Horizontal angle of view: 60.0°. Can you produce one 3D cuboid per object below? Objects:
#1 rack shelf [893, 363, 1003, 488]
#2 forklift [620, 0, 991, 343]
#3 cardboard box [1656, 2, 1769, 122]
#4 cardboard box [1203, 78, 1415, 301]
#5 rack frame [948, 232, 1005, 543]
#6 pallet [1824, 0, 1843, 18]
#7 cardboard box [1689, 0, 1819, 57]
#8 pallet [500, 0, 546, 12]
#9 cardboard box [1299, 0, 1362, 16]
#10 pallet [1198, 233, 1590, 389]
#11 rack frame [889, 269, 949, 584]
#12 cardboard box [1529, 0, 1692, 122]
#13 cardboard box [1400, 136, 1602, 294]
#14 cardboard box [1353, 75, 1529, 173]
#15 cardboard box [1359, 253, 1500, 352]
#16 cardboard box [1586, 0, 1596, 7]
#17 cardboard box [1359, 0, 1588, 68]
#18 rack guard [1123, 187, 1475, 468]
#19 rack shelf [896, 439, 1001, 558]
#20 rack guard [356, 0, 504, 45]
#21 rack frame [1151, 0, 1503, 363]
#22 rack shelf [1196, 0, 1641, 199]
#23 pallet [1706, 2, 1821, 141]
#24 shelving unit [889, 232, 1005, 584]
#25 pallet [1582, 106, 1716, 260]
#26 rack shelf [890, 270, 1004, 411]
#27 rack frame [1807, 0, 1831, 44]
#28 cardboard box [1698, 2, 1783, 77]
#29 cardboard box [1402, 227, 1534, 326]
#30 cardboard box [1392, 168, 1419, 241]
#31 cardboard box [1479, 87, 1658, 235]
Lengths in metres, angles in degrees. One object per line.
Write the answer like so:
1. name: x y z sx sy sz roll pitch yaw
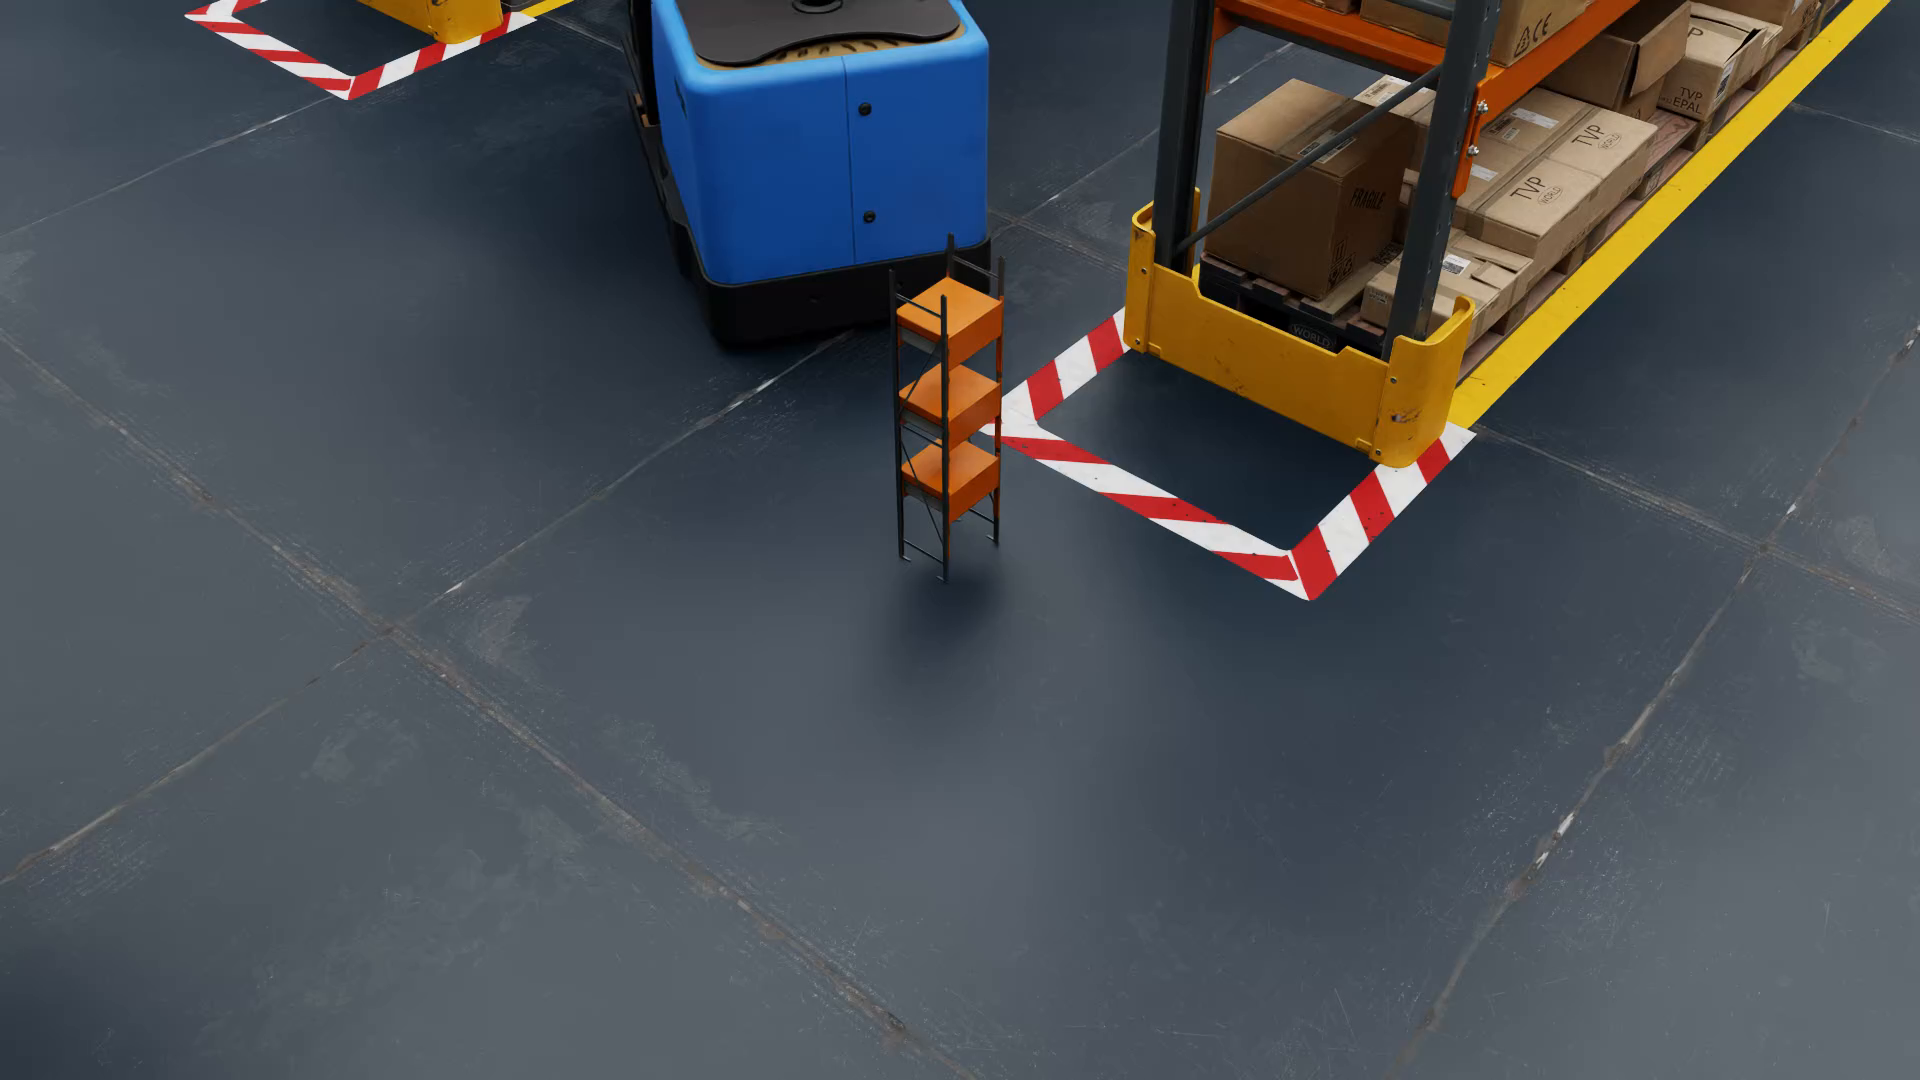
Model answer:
1. rack shelf: -0.034 -0.353 4.874 0.215 0.259 0.240 29 50 28
2. forklift: -0.798 -2.788 6.138 1.130 2.935 3.031 -11 43 -12
3. cardboard box: 3.016 -2.057 6.954 0.500 0.311 0.500 29 50 28
4. cardboard box: 1.236 -1.256 5.933 0.500 0.500 0.500 29 50 28
5. rack frame: 0.044 -0.424 4.936 0.200 1.050 0.008 29 50 28
6. pallet: 4.143 -3.095 8.497 1.003 0.211 1.213 29 50 28
7. cardboard box: 3.499 -2.513 7.315 0.500 0.500 0.500 29 50 28
8. pallet: -2.154 -3.154 8.562 1.003 0.211 1.213 29 50 28
9. cardboard box: 1.154 -2.017 5.164 0.500 0.500 0.500 31 51 30
10. pallet: 1.636 -1.050 6.248 1.003 0.211 1.213 29 50 28
11. rack frame: -0.113 -0.298 4.797 0.200 1.050 0.008 29 50 28
12. cardboard box: 2.443 -1.961 6.705 0.797 0.503 0.637 29 50 28
13. cardboard box: 1.963 -1.192 6.048 0.500 0.250 0.500 29 50 28
14. cardboard box: 1.870 -1.640 6.541 0.500 0.250 0.500 29 50 28
15. cardboard box: 1.607 -0.806 5.699 0.380 0.149 0.250 29 50 28
16. cardboard box: 1.890 -2.051 5.201 0.500 0.500 0.500 29 50 28
17. cardboard box: 1.562 -1.783 4.907 0.500 0.500 0.500 31 50 29
18. rack guard: 1.123 -0.746 5.699 1.175 0.500 0.348 29 50 28
19. rack shelf: -0.034 -0.147 5.061 0.215 0.259 0.240 29 50 28
20. rack guard: -2.720 -2.835 7.996 1.175 0.500 0.348 29 50 28
21. rack frame: 1.074 -1.631 4.815 1.000 3.000 0.127 29 50 28
22. rack shelf: 2.361 -2.395 6.189 1.077 0.370 4.000 29 50 28
23. pallet: 3.206 -2.306 7.629 1.003 0.211 1.213 29 50 28
24. shelving unit: -0.034 -0.361 4.867 0.215 1.050 0.252 29 50 28
25. pallet: 2.421 -1.675 6.936 1.003 0.211 1.213 29 50 28
26. rack shelf: -0.034 -0.563 4.683 0.215 0.259 0.240 29 50 28
27. rack frame: 3.649 -3.691 7.080 1.000 3.000 0.127 29 50 28
28. cardboard box: 3.304 -2.164 7.192 0.380 0.149 0.250 29 50 28
29. cardboard box: 1.768 -0.941 5.835 0.380 0.166 0.250 29 50 28
30. cardboard box: 1.565 -1.302 6.231 0.380 0.166 0.250 29 50 28
31. cardboard box: 2.285 -1.449 6.331 0.500 0.250 0.500 29 50 28
